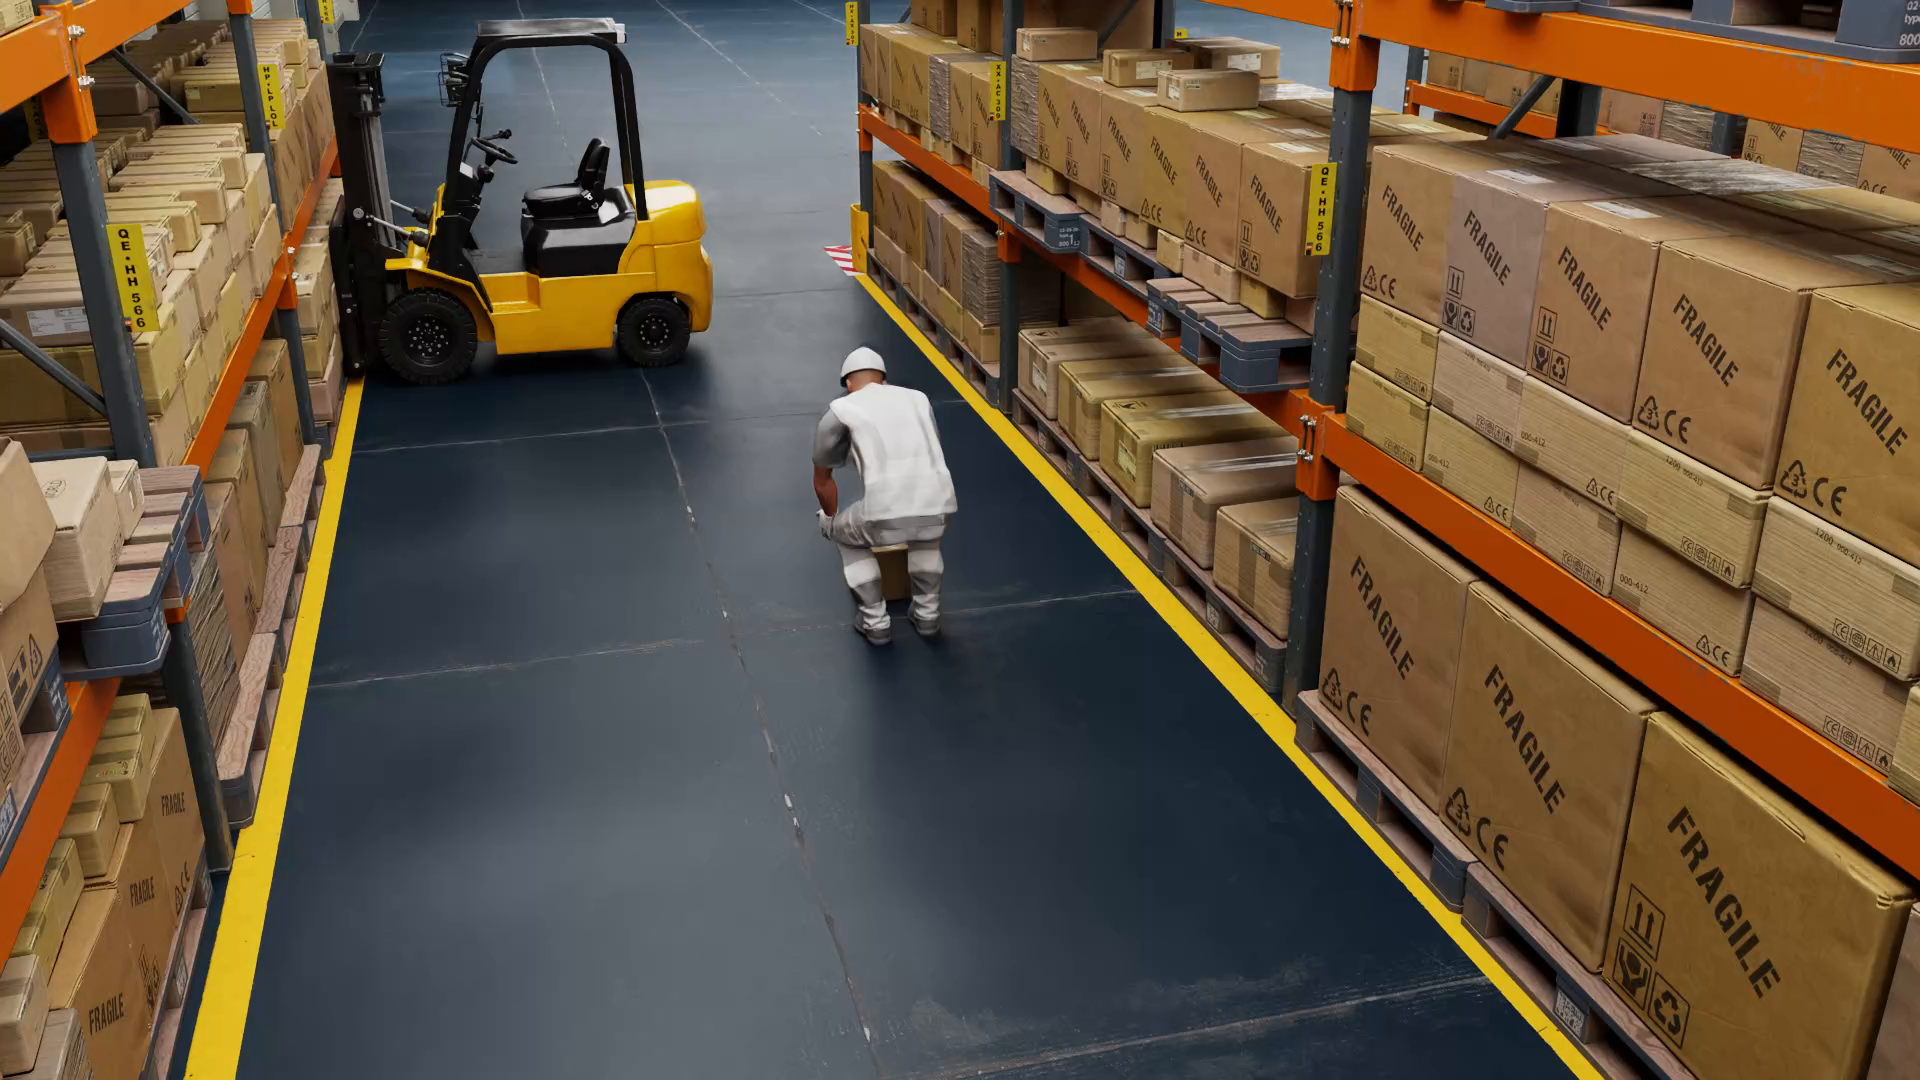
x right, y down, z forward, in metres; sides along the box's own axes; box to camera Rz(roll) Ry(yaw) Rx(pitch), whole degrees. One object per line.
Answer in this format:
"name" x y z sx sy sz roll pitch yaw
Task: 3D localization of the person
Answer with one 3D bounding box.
"person" -0.332 -0.177 7.249 0.581 1.201 0.845 -6 24 -14
